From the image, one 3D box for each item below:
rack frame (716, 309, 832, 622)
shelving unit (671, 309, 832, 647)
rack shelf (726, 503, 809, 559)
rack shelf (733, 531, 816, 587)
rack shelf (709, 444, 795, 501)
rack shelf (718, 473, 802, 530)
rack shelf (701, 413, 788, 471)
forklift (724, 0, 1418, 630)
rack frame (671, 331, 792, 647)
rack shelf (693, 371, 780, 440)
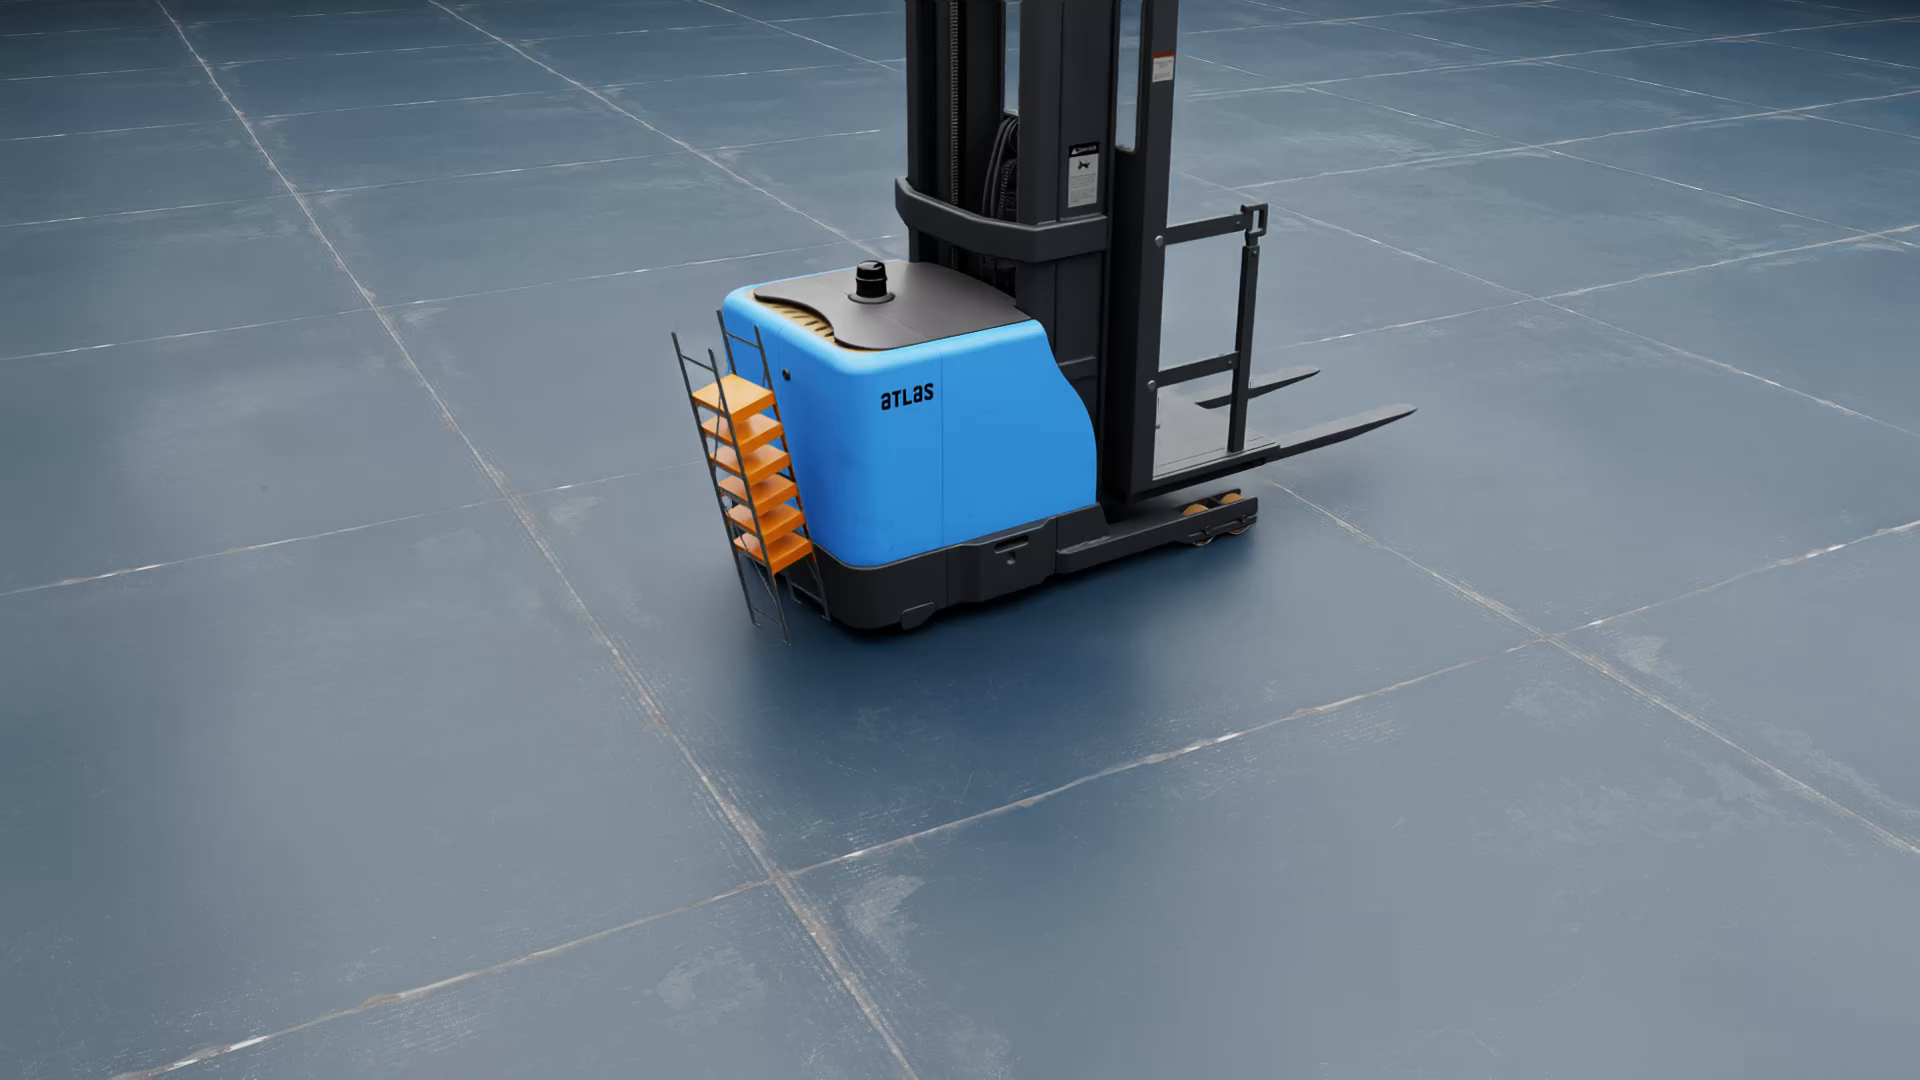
[{"bbox_3d":[-0.641,-0.236,5.794,0.006,1.200,0.240,-32,39,-29],"label":"rack frame"},{"bbox_3d":[-0.708,-0.193,5.749,0.189,1.200,0.258,-32,39,-29],"label":"shelving unit"},{"bbox_3d":[-0.683,-0.058,5.839,0.180,0.103,0.258,-32,39,-29],"label":"rack shelf"},{"bbox_3d":[-0.664,0.041,5.904,0.180,0.103,0.258,-32,39,-29],"label":"rack shelf"},{"bbox_3d":[-0.720,-0.256,5.708,0.180,0.103,0.258,-32,39,-29],"label":"rack shelf"},{"bbox_3d":[-0.701,-0.157,5.773,0.180,0.103,0.258,-32,39,-29],"label":"rack shelf"},{"bbox_3d":[-0.739,-0.354,5.642,0.180,0.103,0.258,-32,39,-29],"label":"rack shelf"},{"bbox_3d":[0.612,-1.471,6.428,3.031,2.935,1.130,-16,30,-30],"label":"forklift"},{"bbox_3d":[-0.776,-0.151,5.704,0.006,1.200,0.240,-32,39,-29],"label":"rack frame"},{"bbox_3d":[-0.757,-0.453,5.577,0.180,0.103,0.258,-32,39,-29],"label":"rack shelf"}]
